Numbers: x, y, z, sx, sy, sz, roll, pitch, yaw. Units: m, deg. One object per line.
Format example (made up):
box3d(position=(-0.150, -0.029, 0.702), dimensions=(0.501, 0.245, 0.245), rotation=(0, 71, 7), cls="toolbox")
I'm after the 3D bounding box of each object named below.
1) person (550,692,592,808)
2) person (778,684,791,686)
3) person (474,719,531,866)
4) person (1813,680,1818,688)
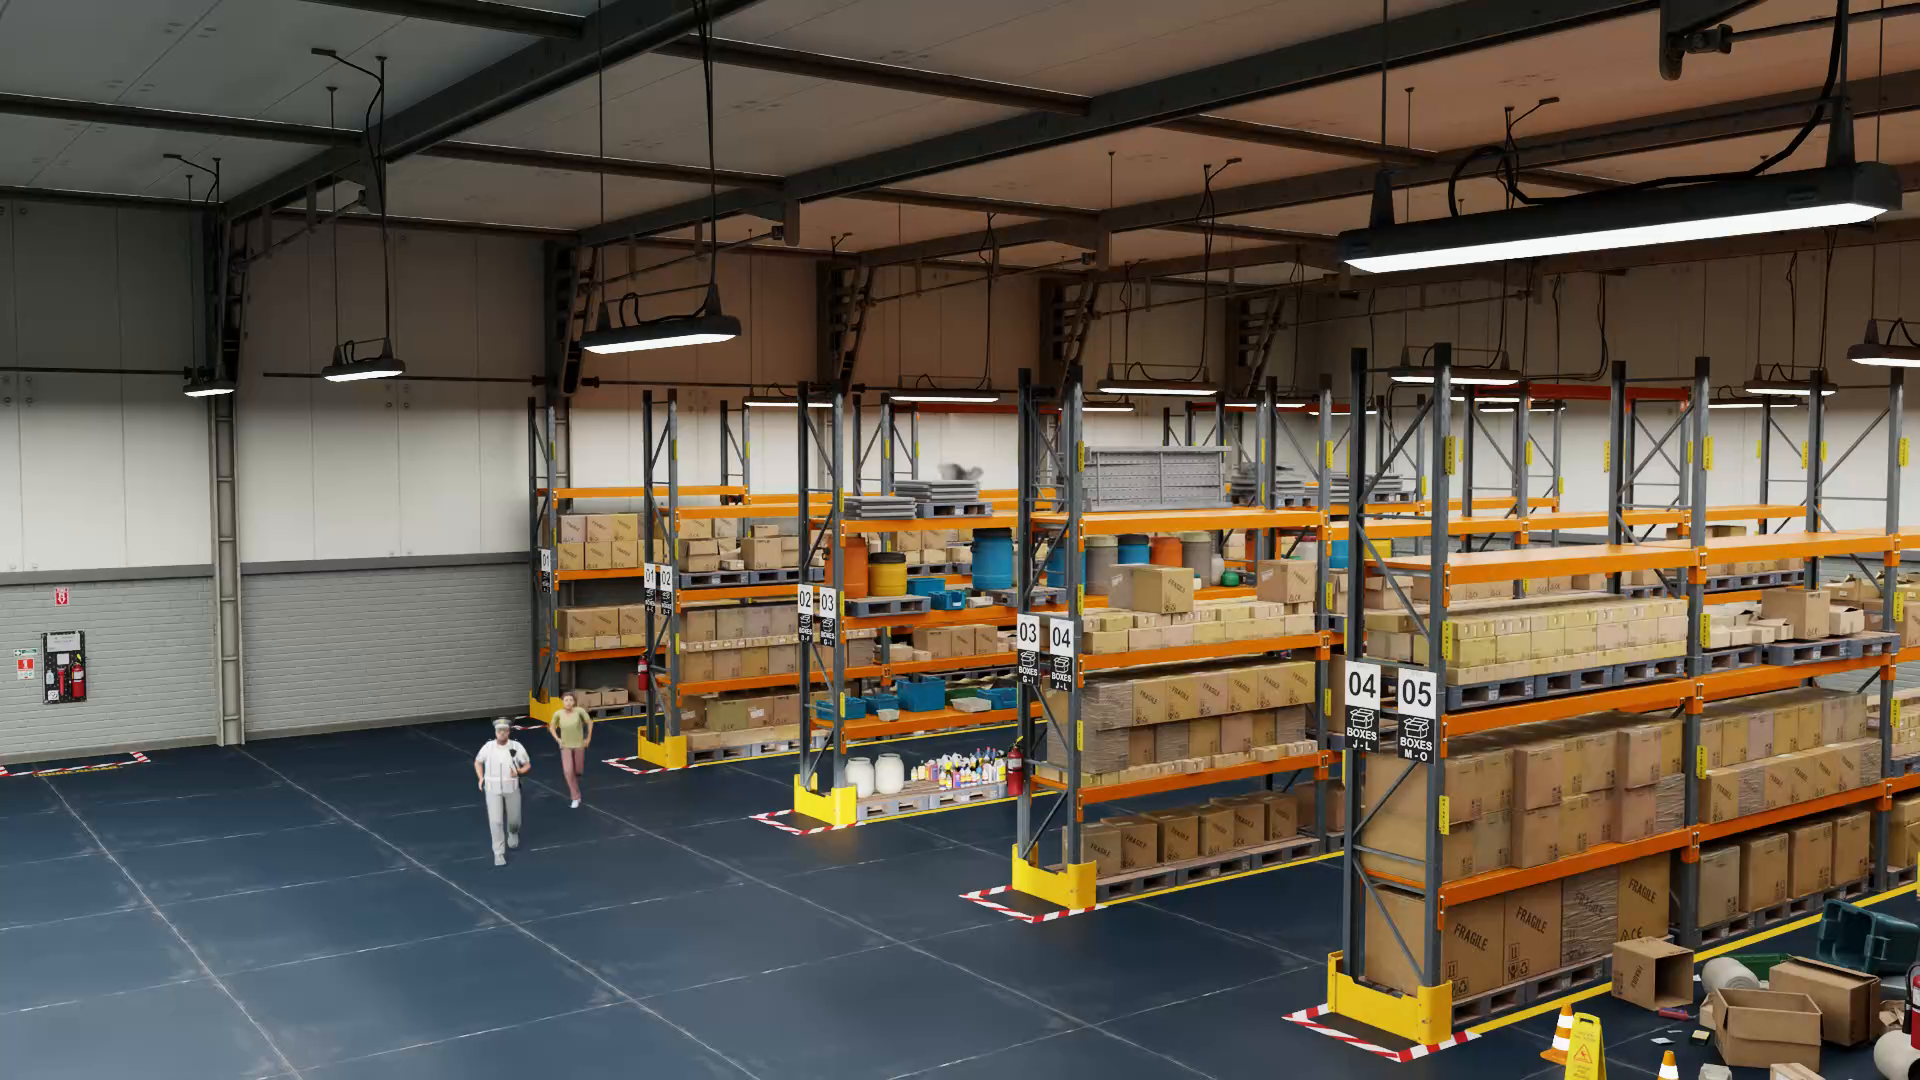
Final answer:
box3d(position=(-5.563, 2.969, 23.803), dimensions=(0.598, 1.644, 0.717), rotation=(-1, 3, -14), cls="person")
box3d(position=(-3.186, 2.511, 30.987), dimensions=(0.615, 1.658, 0.630), rotation=(3, 4, 40), cls="person")
box3d(position=(-5.648, 3.069, 20.539), dimensions=(0.676, 1.751, 0.886), rotation=(-1, 3, -14), cls="person")
box3d(position=(12.949, 2.890, 25.362), dimensions=(0.594, 1.549, 0.537), rotation=(-3, 4, -41), cls="person")
